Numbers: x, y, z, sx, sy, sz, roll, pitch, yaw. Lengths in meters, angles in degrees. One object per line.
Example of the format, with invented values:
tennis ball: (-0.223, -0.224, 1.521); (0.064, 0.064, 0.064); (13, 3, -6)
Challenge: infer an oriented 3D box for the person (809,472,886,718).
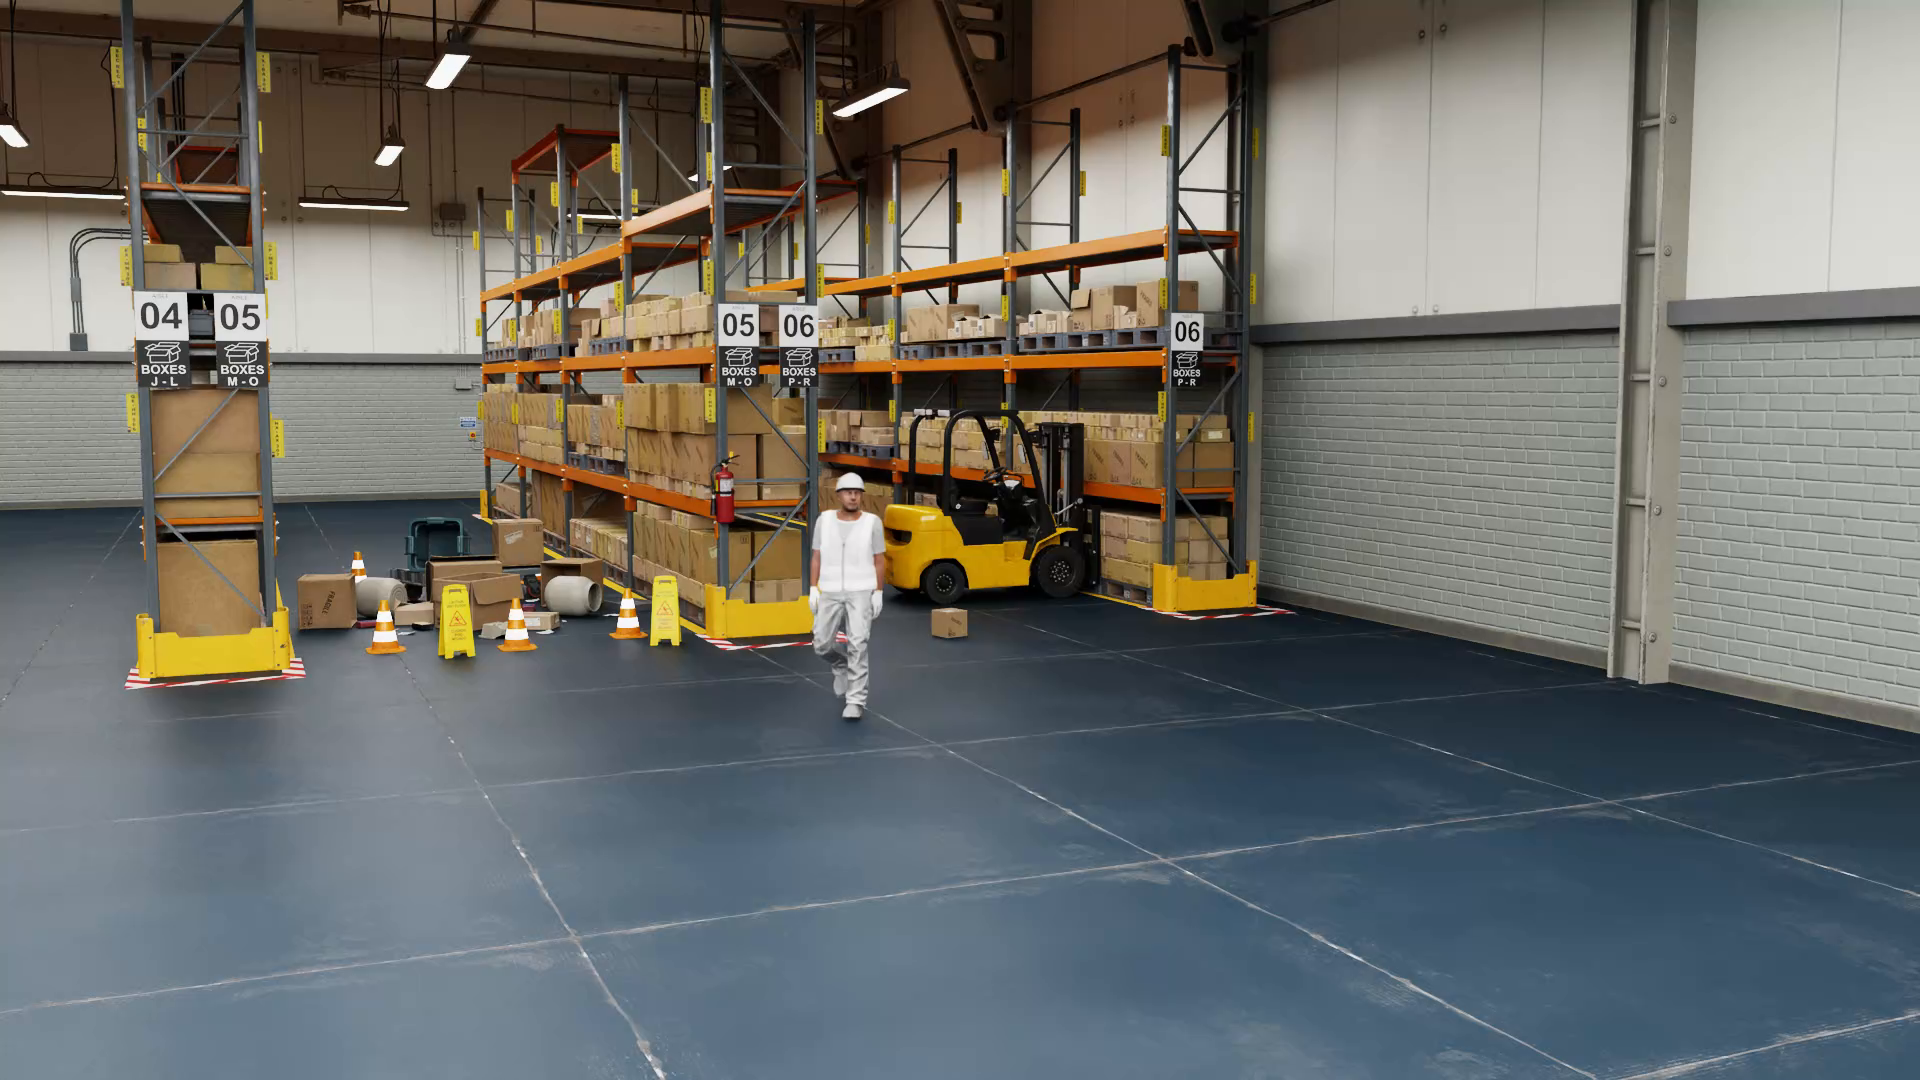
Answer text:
person: (-0.828, 0.388, 12.223); (0.558, 1.775, 0.672); (1, 5, 8)
